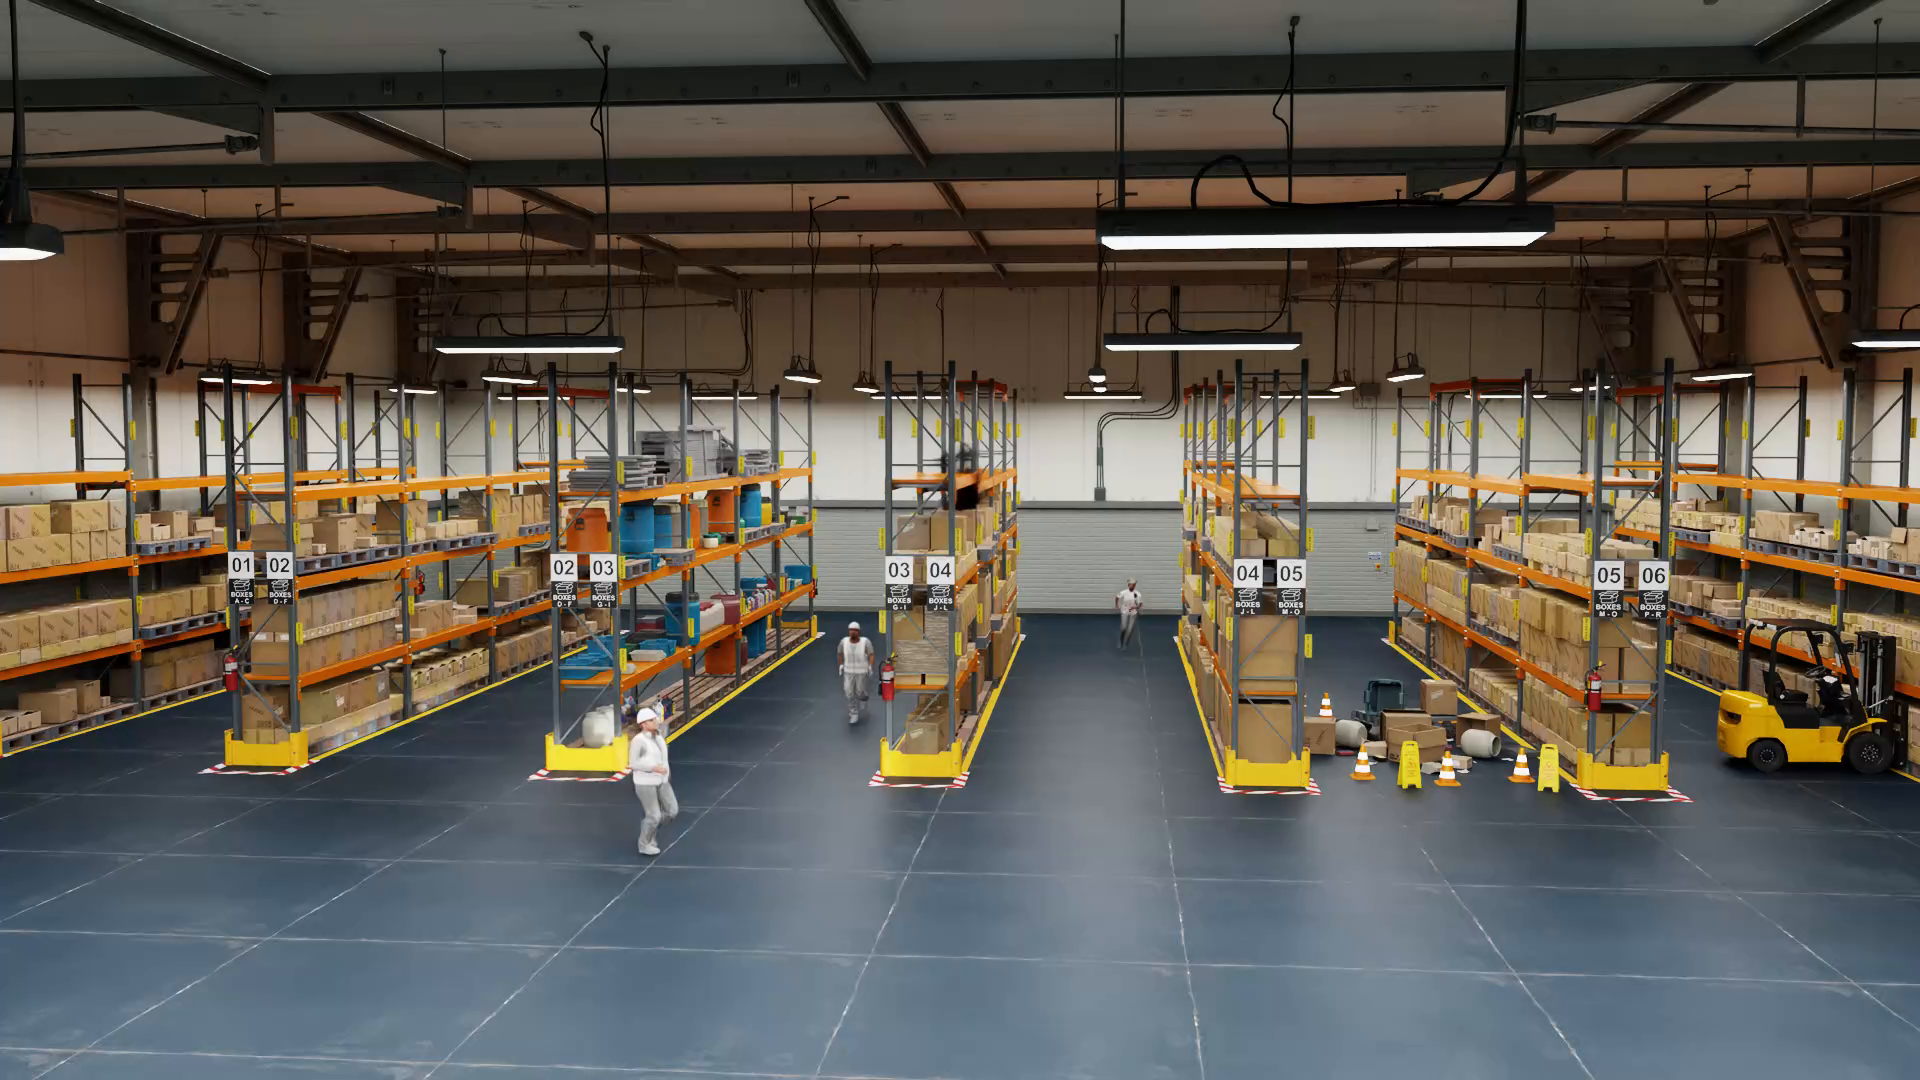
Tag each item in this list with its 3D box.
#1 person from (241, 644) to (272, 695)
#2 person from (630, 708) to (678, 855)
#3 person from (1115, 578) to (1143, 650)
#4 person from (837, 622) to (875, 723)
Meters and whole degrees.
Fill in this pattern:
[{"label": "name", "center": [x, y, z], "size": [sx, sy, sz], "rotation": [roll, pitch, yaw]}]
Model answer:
[{"label": "person", "center": [-11.765, 2.334, 27.979], "size": [0.647, 1.675, 0.637], "rotation": [0, 4, -2]}, {"label": "person", "center": [-3.573, 2.841, 19.572], "size": [0.578, 1.726, 0.650], "rotation": [2, 4, 29]}, {"label": "person", "center": [3.847, 1.686, 37.744], "size": [0.594, 1.654, 0.571], "rotation": [0, 4, -1]}, {"label": "person", "center": [-1.797, 2.259, 28.669], "size": [0.664, 1.729, 0.637], "rotation": [0, 4, 6]}]
